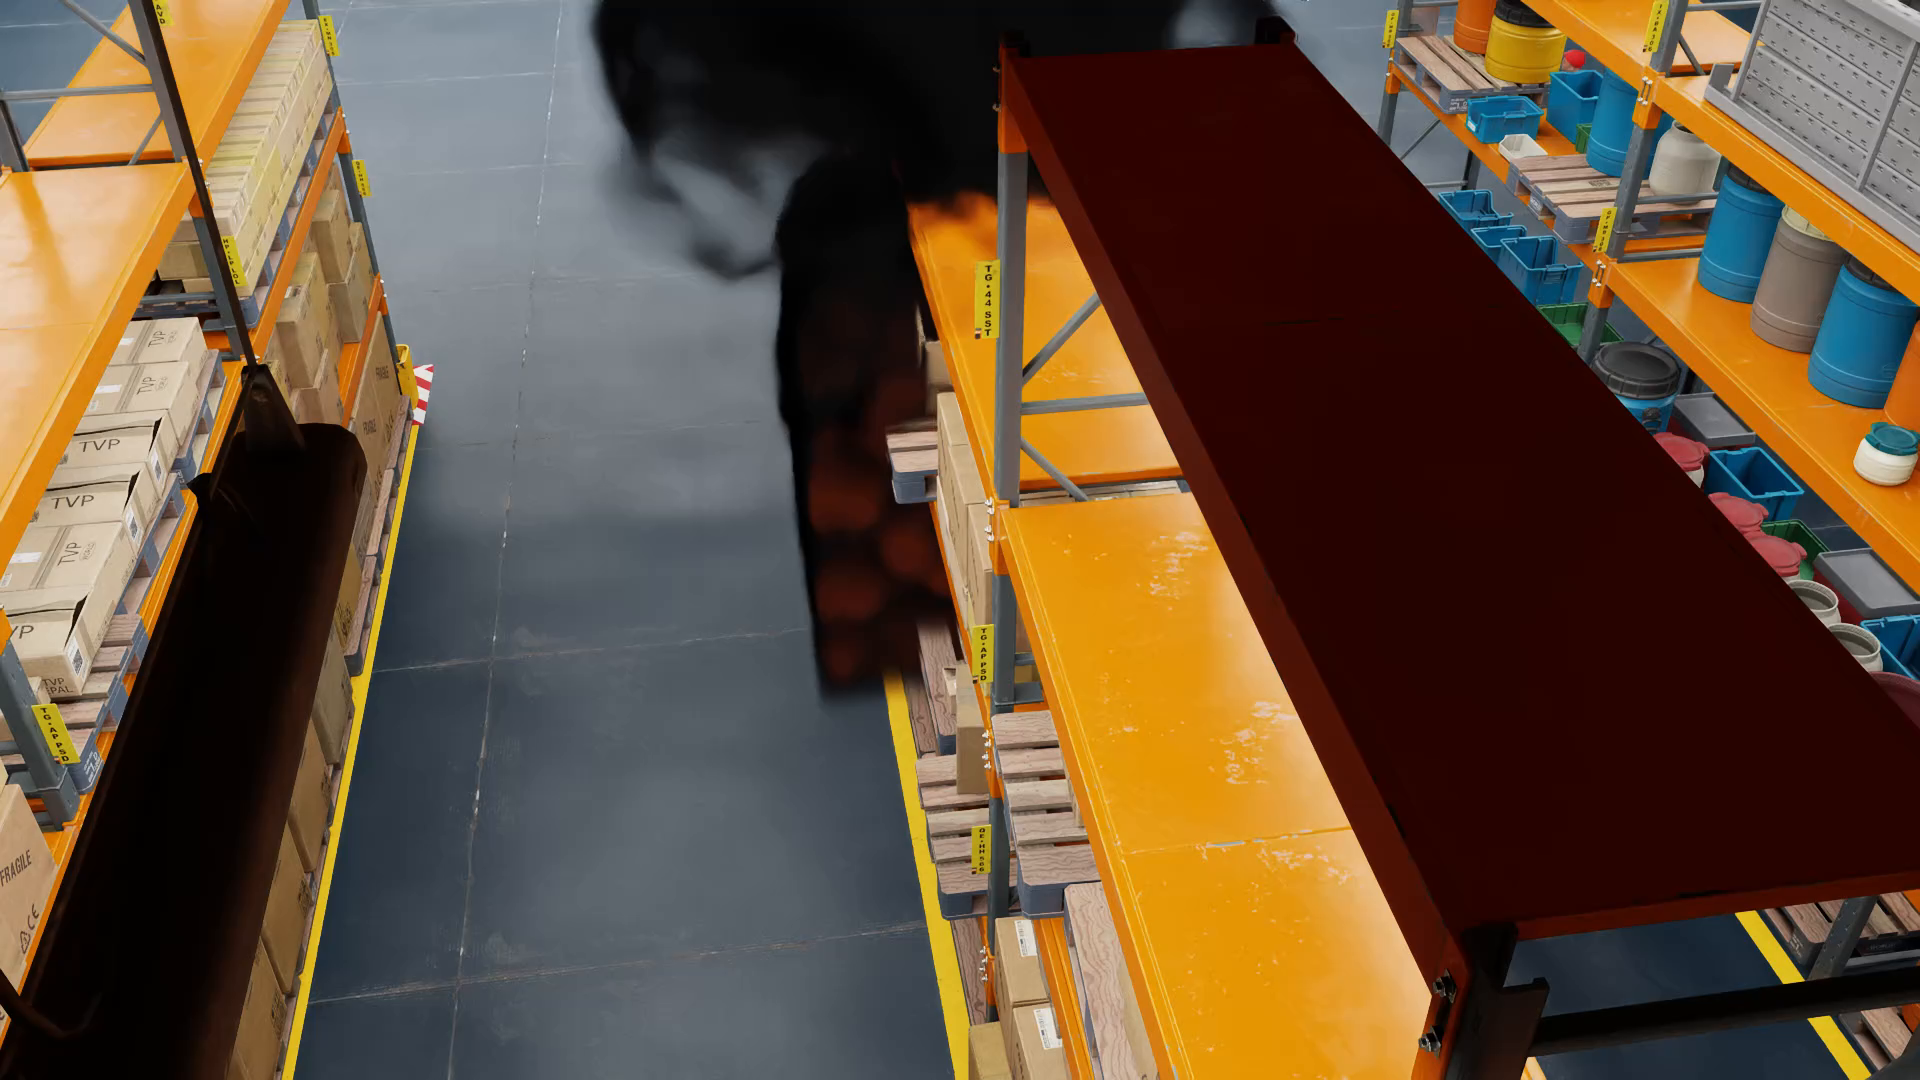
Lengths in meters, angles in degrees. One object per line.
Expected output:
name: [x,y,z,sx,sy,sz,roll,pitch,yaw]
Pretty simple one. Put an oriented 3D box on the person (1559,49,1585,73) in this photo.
person: [6.488,-4.489,18.097,0.574,1.738,0.685,8,37,11]
